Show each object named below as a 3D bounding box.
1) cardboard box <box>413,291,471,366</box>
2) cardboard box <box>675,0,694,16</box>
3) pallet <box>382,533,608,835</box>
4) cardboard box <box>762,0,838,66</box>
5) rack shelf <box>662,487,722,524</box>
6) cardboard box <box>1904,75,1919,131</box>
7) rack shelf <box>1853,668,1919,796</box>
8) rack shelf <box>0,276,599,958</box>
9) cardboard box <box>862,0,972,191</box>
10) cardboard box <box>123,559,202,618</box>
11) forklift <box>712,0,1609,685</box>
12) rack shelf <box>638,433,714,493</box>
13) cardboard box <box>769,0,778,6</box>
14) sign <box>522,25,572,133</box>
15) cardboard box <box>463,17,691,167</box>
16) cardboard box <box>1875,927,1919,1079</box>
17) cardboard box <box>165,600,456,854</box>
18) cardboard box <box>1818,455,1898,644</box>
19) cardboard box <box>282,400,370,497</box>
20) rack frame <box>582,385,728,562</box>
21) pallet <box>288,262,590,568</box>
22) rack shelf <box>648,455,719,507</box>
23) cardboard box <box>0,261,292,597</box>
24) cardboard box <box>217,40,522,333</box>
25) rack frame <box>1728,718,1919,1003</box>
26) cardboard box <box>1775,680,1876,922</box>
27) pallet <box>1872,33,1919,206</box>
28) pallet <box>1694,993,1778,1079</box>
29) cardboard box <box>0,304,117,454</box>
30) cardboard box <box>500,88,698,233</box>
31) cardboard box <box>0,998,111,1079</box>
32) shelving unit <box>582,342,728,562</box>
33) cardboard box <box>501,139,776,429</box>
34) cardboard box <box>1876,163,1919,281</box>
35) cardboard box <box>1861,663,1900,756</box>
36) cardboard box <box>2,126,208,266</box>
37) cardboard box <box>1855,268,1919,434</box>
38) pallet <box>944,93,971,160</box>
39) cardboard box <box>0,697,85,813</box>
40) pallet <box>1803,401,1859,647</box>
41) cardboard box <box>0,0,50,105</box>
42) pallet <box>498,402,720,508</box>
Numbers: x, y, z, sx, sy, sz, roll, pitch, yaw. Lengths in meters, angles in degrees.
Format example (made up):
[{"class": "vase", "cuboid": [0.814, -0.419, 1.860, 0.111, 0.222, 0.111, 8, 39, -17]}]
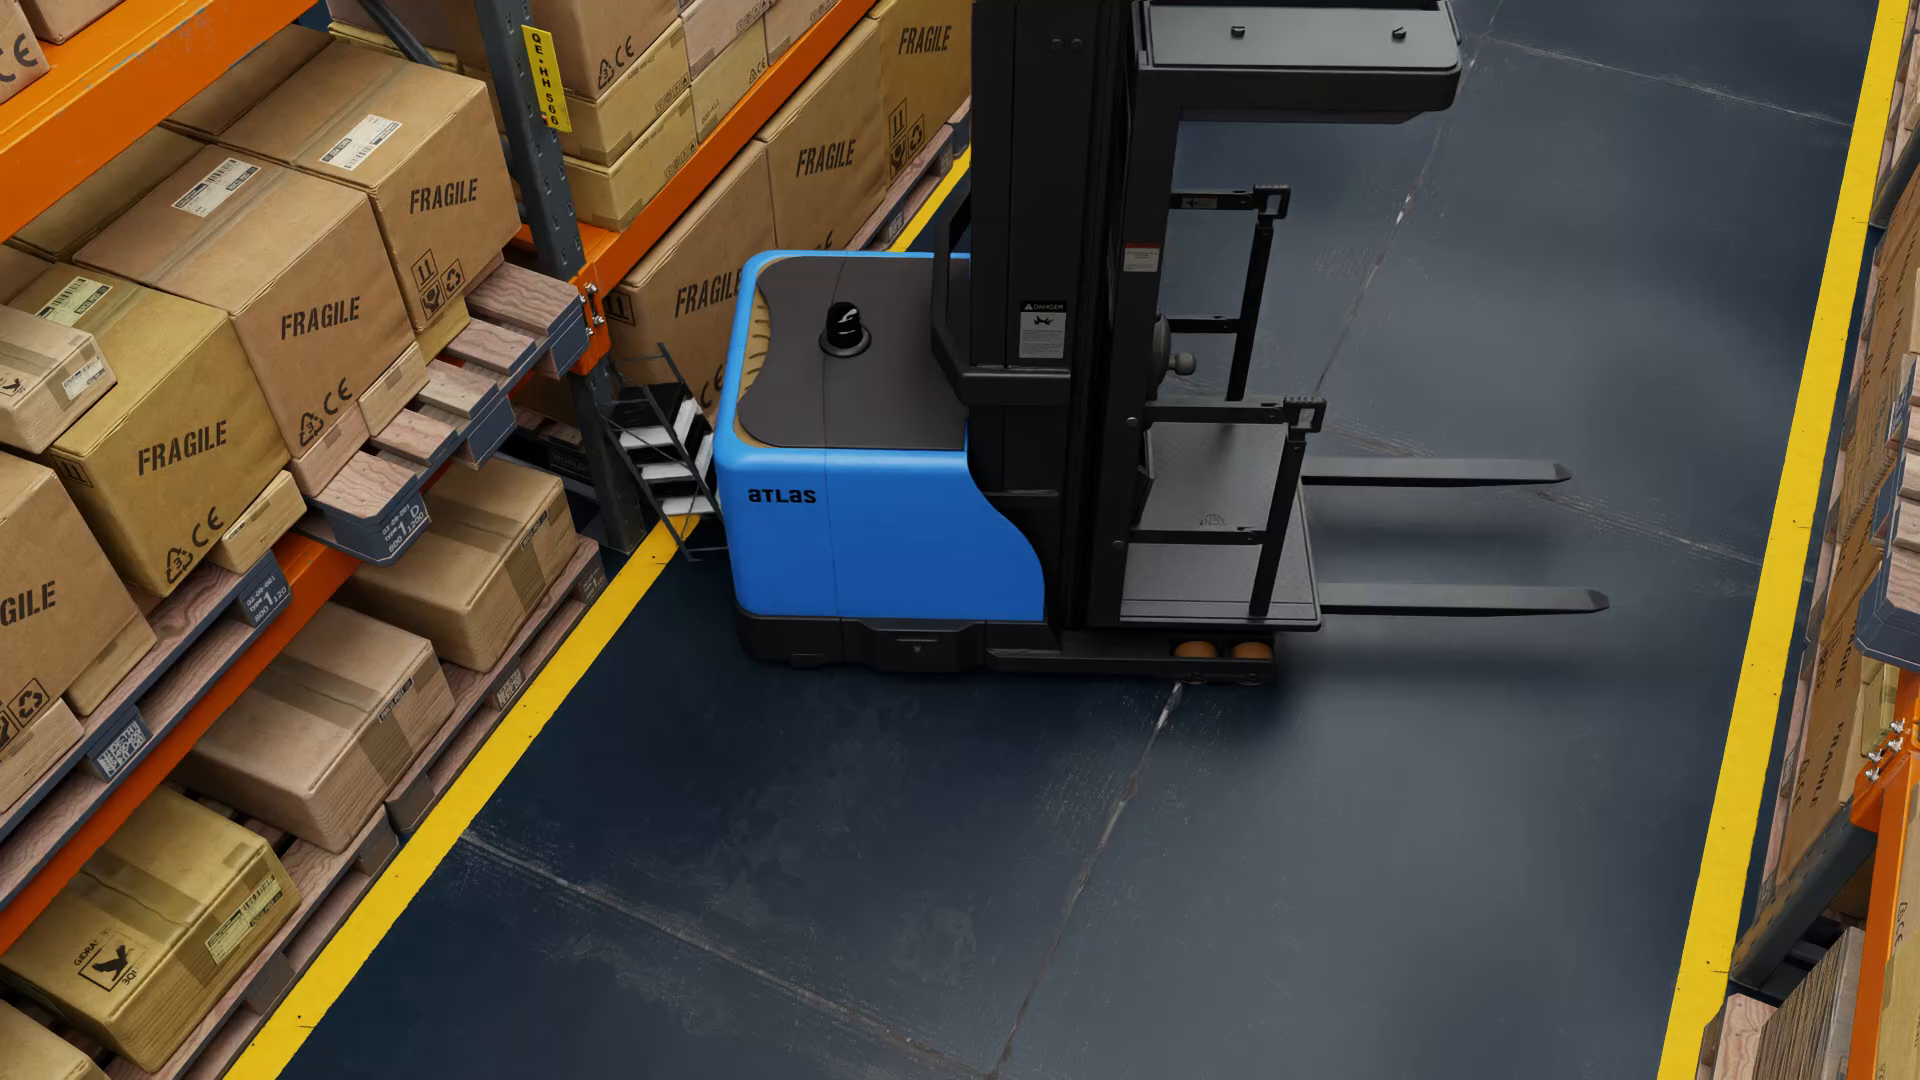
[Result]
[{"class": "cardboard box", "cuboid": [-1.633, -0.657, 4.728, 0.380, 0.149, 0.250, 21, 53, 17]}, {"class": "cardboard box", "cuboid": [-1.022, -2.074, 5.323, 0.500, 0.500, 0.500, 20, 52, 16]}, {"class": "pallet", "cuboid": [-1.992, 0.329, 5.832, 1.003, 0.211, 1.213, 20, 52, 16]}, {"class": "cardboard box", "cuboid": [-0.788, -2.038, 6.113, 0.500, 0.250, 0.500, 21, 53, 17]}, {"class": "rack shelf", "cuboid": [-0.942, -0.157, 6.025, 0.258, 0.077, 0.200, -4, 50, 18]}, {"class": "cardboard box", "cuboid": [4.514, -1.946, 7.532, 0.380, 0.149, 0.250, 18, 52, 15]}, {"class": "rack shelf", "cuboid": [3.687, -0.644, 5.301, 1.077, 0.370, 4.000, 20, 52, 16]}, {"class": "rack shelf", "cuboid": [-2.511, 0.498, 4.329, 1.077, 0.370, 4.000, 20, 52, 16]}, {"class": "cardboard box", "cuboid": [-0.519, -2.237, 7.303, 0.875, 0.875, 0.875, 21, 53, 17]}, {"class": "cardboard box", "cuboid": [-2.141, 0.028, 4.146, 0.380, 0.149, 0.250, 20, 53, 16]}, {"class": "forklift", "cuboid": [0.746, -0.856, 5.054, 3.031, 2.935, 1.130, 1, 50, 1]}, {"class": "rack shelf", "cuboid": [-0.992, -0.271, 5.895, 0.258, 0.077, 0.200, -4, 50, 18]}, {"class": "cardboard box", "cuboid": [-0.771, -2.189, 5.913, 0.500, 0.250, 0.500, 20, 52, 16]}, {"class": "sign", "cuboid": [-1.162, -1.292, 4.671, 0.100, 0.325, 0.005, 20, 52, 16]}, {"class": "cardboard box", "cuboid": [-1.217, -1.494, 5.322, 0.500, 0.250, 0.500, 19, 52, 16]}, {"class": "cardboard box", "cuboid": [2.203, 1.119, 3.426, 0.500, 0.250, 0.500, 19, 52, 15]}, {"class": "cardboard box", "cuboid": [-2.215, 0.500, 5.305, 0.950, 0.372, 0.625, 19, 52, 15]}, {"class": "cardboard box", "cuboid": [3.263, 0.110, 5.552, 0.500, 0.500, 0.500, 22, 53, 18]}, {"class": "cardboard box", "cuboid": [-1.815, -0.298, 4.423, 0.380, 0.149, 0.250, 18, 52, 14]}, {"class": "rack frame", "cuboid": [-1.017, -0.213, 5.808, 0.240, 0.900, 0.006, -4, 50, 18]}, {"class": "pallet", "cuboid": [-1.865, -0.525, 4.853, 1.213, 0.211, 1.003, 20, 52, 16]}, {"class": "rack shelf", "cuboid": [-0.967, -0.214, 5.960, 0.258, 0.077, 0.200, -4, 50, 18]}, {"class": "cardboard box", "cuboid": [-2.025, -0.266, 3.970, 0.500, 0.500, 0.500, 17, 52, 14]}, {"class": "cardboard box", "cuboid": [-1.600, -0.974, 4.572, 0.500, 0.500, 0.500, 18, 52, 15]}, {"class": "rack frame", "cuboid": [2.833, 0.500, 3.855, 1.000, 3.000, 0.127, 20, 52, 16]}, {"class": "cardboard box", "cuboid": [2.819, 0.813, 4.954, 0.500, 0.500, 0.500, 21, 53, 17]}, {"class": "pallet", "cuboid": [4.836, -1.823, 7.663, 1.003, 0.211, 1.213, 20, 52, 16]}, {"class": "pallet", "cuboid": [2.446, 1.958, 4.445, 1.003, 0.211, 1.213, 20, 52, 16]}, {"class": "cardboard box", "cuboid": [-2.101, -0.369, 3.632, 0.380, 0.149, 0.250, 18, 52, 14]}, {"class": "cardboard box", "cuboid": [-1.220, -1.319, 5.501, 0.500, 0.250, 0.500, 19, 52, 15]}, {"class": "cardboard box", "cuboid": [-2.840, 1.499, 4.454, 0.950, 0.372, 0.625, 23, 53, 18]}, {"class": "shelving unit", "cuboid": [-1.001, -0.292, 5.871, 0.258, 0.900, 0.210, -4, 50, 18]}, {"class": "cardboard box", "cuboid": [-1.287, -1.009, 6.258, 0.875, 0.875, 0.875, 19, 52, 16]}, {"class": "cardboard box", "cuboid": [4.131, -1.320, 6.770, 0.500, 0.500, 0.500, 22, 53, 18]}, {"class": "cardboard box", "cuboid": [2.815, 0.541, 4.759, 0.380, 0.149, 0.250, 17, 52, 14]}, {"class": "cardboard box", "cuboid": [-2.275, -0.782, 4.409, 0.500, 0.500, 0.500, 22, 53, 18]}, {"class": "cardboard box", "cuboid": [3.696, -0.608, 6.164, 0.500, 0.500, 0.500, 18, 52, 15]}, {"class": "pallet", "cuboid": [-0.210, -2.407, 8.160, 1.003, 0.211, 1.213, 20, 52, 16]}, {"class": "cardboard box", "cuboid": [-2.262, 0.421, 3.811, 0.380, 0.149, 0.250, 22, 53, 17]}, {"class": "pallet", "cuboid": [3.708, 0.065, 6.056, 1.003, 0.211, 1.213, 20, 52, 16]}, {"class": "cardboard box", "cuboid": [-2.283, -1.058, 3.144, 0.797, 0.503, 0.637, 20, 52, 16]}, {"class": "pallet", "cuboid": [-1.252, -0.727, 6.730, 1.003, 0.211, 1.213, 20, 52, 16]}]
